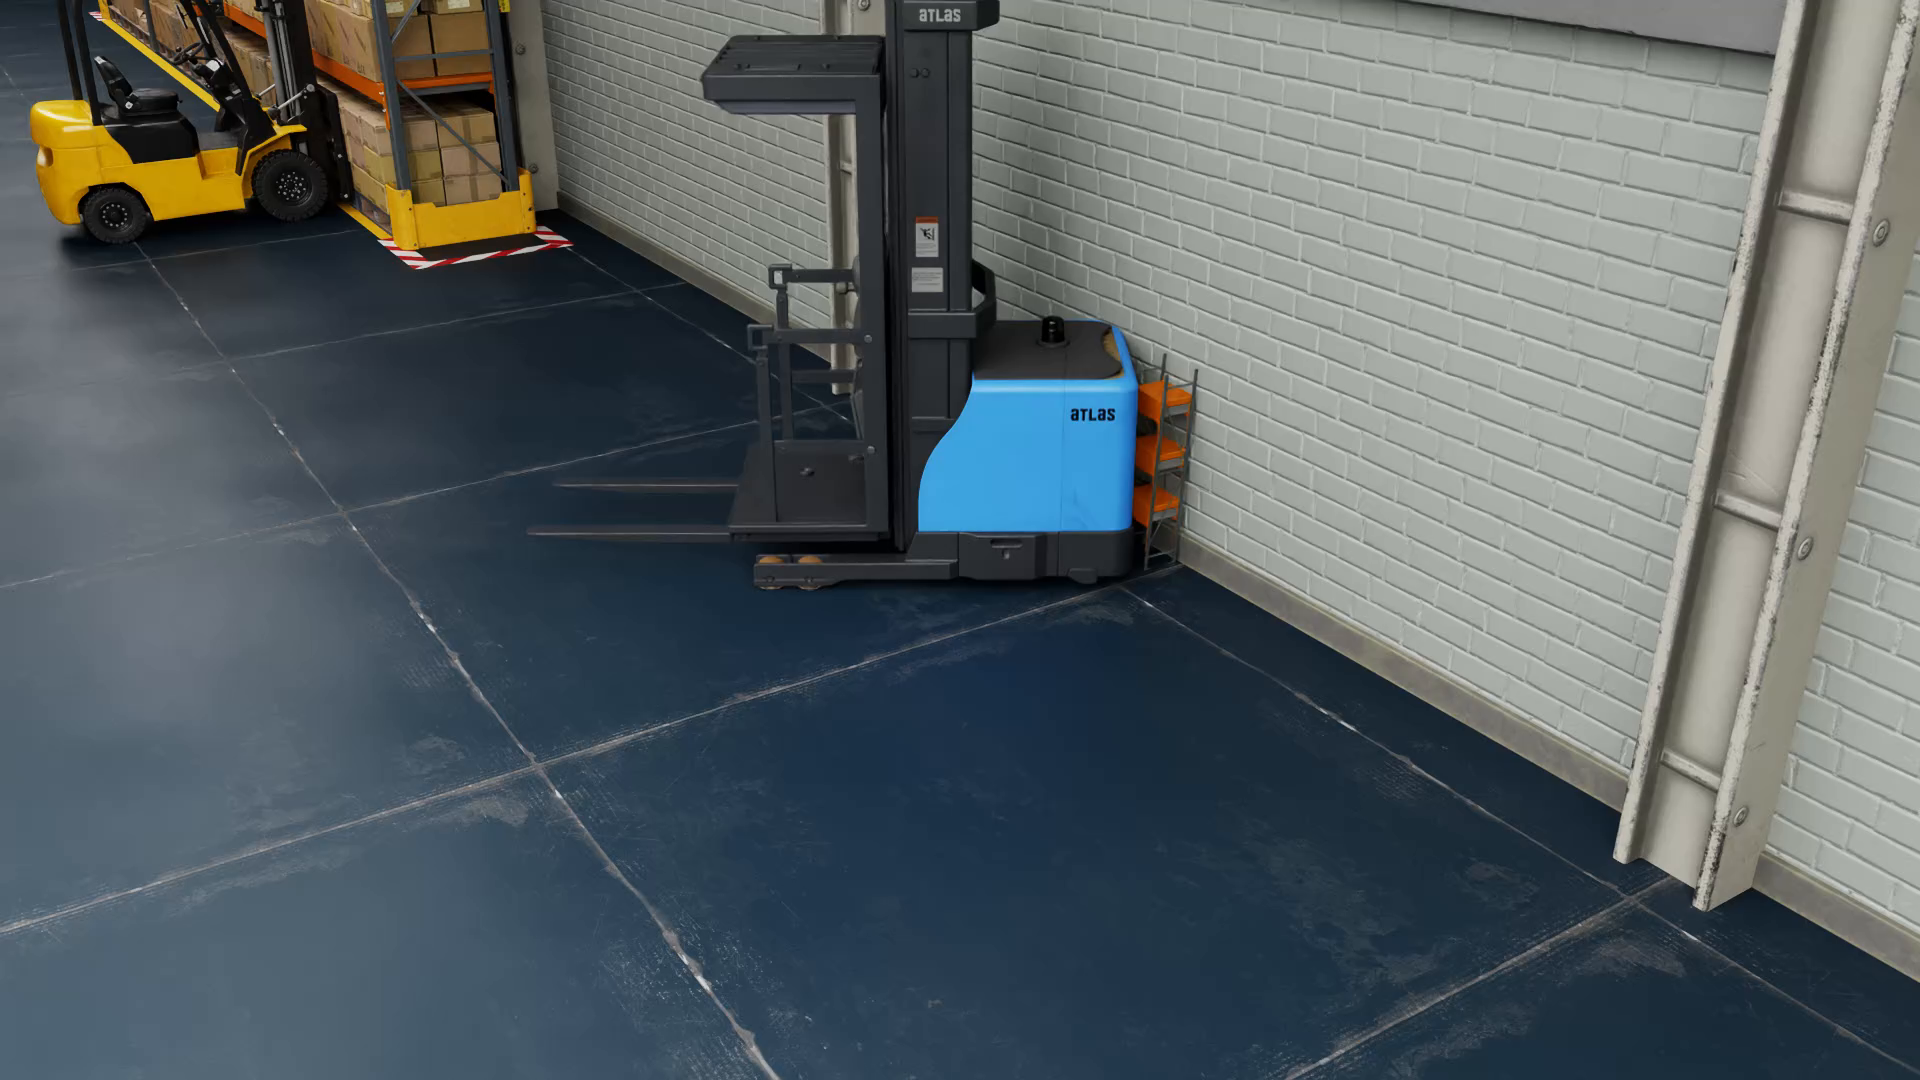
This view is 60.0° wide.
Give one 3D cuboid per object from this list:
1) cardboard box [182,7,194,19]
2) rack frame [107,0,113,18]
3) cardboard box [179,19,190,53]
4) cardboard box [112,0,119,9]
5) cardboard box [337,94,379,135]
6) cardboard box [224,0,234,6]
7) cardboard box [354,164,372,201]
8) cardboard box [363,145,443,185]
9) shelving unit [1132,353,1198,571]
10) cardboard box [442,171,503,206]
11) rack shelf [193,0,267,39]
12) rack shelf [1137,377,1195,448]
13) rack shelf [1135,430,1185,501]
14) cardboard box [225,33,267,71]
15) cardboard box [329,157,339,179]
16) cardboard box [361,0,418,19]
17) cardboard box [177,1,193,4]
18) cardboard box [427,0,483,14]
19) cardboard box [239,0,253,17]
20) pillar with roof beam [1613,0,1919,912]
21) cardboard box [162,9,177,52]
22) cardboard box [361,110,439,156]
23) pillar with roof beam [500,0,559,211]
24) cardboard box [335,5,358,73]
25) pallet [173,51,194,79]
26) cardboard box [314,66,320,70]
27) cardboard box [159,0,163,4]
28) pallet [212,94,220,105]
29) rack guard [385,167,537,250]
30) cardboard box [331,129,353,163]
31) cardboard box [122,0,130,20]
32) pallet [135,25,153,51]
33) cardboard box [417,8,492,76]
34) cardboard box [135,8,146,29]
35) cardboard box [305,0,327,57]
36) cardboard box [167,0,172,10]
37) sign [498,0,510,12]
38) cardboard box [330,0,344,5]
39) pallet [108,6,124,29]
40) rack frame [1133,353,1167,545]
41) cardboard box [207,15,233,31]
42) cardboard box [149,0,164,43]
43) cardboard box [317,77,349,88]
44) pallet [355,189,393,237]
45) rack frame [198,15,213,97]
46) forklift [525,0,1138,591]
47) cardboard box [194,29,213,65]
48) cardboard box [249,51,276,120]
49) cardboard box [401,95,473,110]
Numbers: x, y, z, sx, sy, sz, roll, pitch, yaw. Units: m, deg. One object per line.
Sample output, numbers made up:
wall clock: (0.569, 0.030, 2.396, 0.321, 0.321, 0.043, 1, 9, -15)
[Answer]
cardboard box: (-9.619, -6.688, 21.080, 0.380, 0.149, 0.250, -16, 30, -30)
rack frame: (-12.980, -9.690, 25.763, 1.000, 3.000, 0.127, -16, 29, -30)
cardboard box: (-9.576, -6.357, 21.139, 0.500, 0.500, 0.500, -14, 29, -27)
cardboard box: (-12.725, -8.510, 25.696, 0.797, 0.503, 0.637, -17, 30, -32)
cardboard box: (-5.325, -3.817, 14.880, 0.500, 0.250, 0.500, -15, 29, -29)
cardboard box: (-7.736, -5.996, 18.113, 0.500, 0.250, 0.500, -14, 29, -28)
cardboard box: (-5.030, -3.188, 14.719, 0.500, 0.250, 0.500, -16, 29, -30)
cardboard box: (-4.773, -3.241, 14.245, 0.500, 0.250, 0.500, -16, 30, -30)
shelving unit: (0.976, -0.385, 8.318, 0.215, 1.050, 0.252, -13, 30, -30)
cardboard box: (-4.350, -3.135, 14.606, 0.500, 0.250, 0.500, -15, 29, -29)
rack shelf: (-7.521, -5.788, 18.340, 1.077, 0.370, 4.000, -16, 29, -30)
rack shelf: (0.990, -0.630, 8.198, 0.215, 0.259, 0.240, -13, 30, -30)
rack shelf: (0.975, -0.376, 8.323, 0.215, 0.259, 0.240, -13, 30, -30)
cardboard box: (-7.920, -5.487, 19.148, 0.875, 0.625, 0.625, -14, 29, -28)
cardboard box: (-5.598, -3.550, 15.485, 0.500, 0.250, 0.500, -15, 29, -28)
cardboard box: (-4.669, -4.365, 13.605, 0.380, 0.149, 0.250, -15, 29, -29)
cardboard box: (-9.886, -6.880, 21.486, 0.380, 0.149, 0.250, -15, 29, -29)
cardboard box: (-4.213, -4.488, 13.865, 0.380, 0.149, 0.250, -16, 30, -31)
cardboard box: (-7.202, -5.628, 17.334, 0.500, 0.250, 0.500, -16, 29, -30)
pillar with roof beam: (-0.926, -1.844, 2.115, 9.100, 9.000, 0.400, -16, 29, -30)
cardboard box: (-10.153, -6.726, 21.920, 0.500, 0.500, 0.500, -17, 30, -31)
cardboard box: (-4.758, -3.458, 14.119, 0.500, 0.250, 0.500, -14, 29, -28)
pillar with roof beam: (-7.477, -6.136, 11.207, 9.100, 9.000, 0.400, -16, 29, -30)
cardboard box: (-5.009, -4.315, 14.260, 0.500, 0.500, 0.500, -15, 29, -28)
pallet: (-9.650, -6.279, 21.805, 1.003, 0.211, 1.213, -16, 29, -30)
cardboard box: (-6.428, -4.551, 16.433, 0.500, 0.250, 0.500, -16, 30, -30)
cardboard box: (-10.607, -7.341, 22.463, 0.380, 0.149, 0.250, -16, 30, -31)
pallet: (-8.196, -5.264, 19.654, 1.003, 0.211, 1.213, -16, 29, -30)
rack guard: (-4.232, -2.828, 14.156, 1.175, 0.500, 0.348, -16, 29, -30)
cardboard box: (-5.337, -3.603, 15.011, 0.500, 0.250, 0.500, -16, 30, -31)
cardboard box: (-12.086, -7.982, 24.580, 0.500, 0.500, 0.500, -15, 29, -29)
pallet: (-11.170, -7.244, 23.848, 1.003, 0.211, 1.213, -16, 29, -30)
cardboard box: (-4.283, -4.254, 14.131, 0.500, 0.500, 0.500, -14, 29, -28)
cardboard box: (-11.541, -7.471, 23.774, 0.396, 0.266, 0.258, -14, 29, -28)
cardboard box: (-5.573, -4.676, 15.023, 0.500, 0.500, 0.500, -15, 29, -29)
cardboard box: (-10.191, -7.059, 21.865, 0.380, 0.149, 0.250, -16, 29, -30)
sign: (-3.777, -4.522, 13.708, 0.100, 0.325, 0.005, -16, 29, -30)
cardboard box: (-5.235, -4.732, 14.383, 0.380, 0.149, 0.250, -17, 30, -31)
pallet: (-12.502, -8.117, 25.697, 1.003, 0.211, 1.213, -16, 29, -30)
rack frame: (0.911, -0.434, 8.409, 0.200, 1.050, 0.008, -13, 30, -30)
cardboard box: (-9.094, -6.299, 20.256, 0.380, 0.149, 0.250, -17, 30, -32)
cardboard box: (-10.721, -7.093, 22.699, 0.500, 0.500, 0.500, -14, 29, -27)
cardboard box: (-5.876, -4.190, 15.670, 0.500, 0.250, 0.500, -14, 29, -28)
pallet: (-4.698, -2.970, 14.794, 1.003, 0.211, 1.213, -16, 29, -30)
rack frame: (-8.612, -6.829, 19.702, 1.000, 3.000, 0.127, -16, 29, -30)
forklift: (-0.658, -1.302, 8.075, 3.031, 2.935, 1.130, 0, 25, 0)
cardboard box: (-9.023, -5.989, 20.360, 0.500, 0.500, 0.500, -15, 29, -28)
cardboard box: (-7.140, -4.977, 18.070, 0.875, 0.625, 0.625, -16, 30, -30)
cardboard box: (-4.625, -3.760, 14.759, 0.500, 0.250, 0.500, -15, 29, -29)
